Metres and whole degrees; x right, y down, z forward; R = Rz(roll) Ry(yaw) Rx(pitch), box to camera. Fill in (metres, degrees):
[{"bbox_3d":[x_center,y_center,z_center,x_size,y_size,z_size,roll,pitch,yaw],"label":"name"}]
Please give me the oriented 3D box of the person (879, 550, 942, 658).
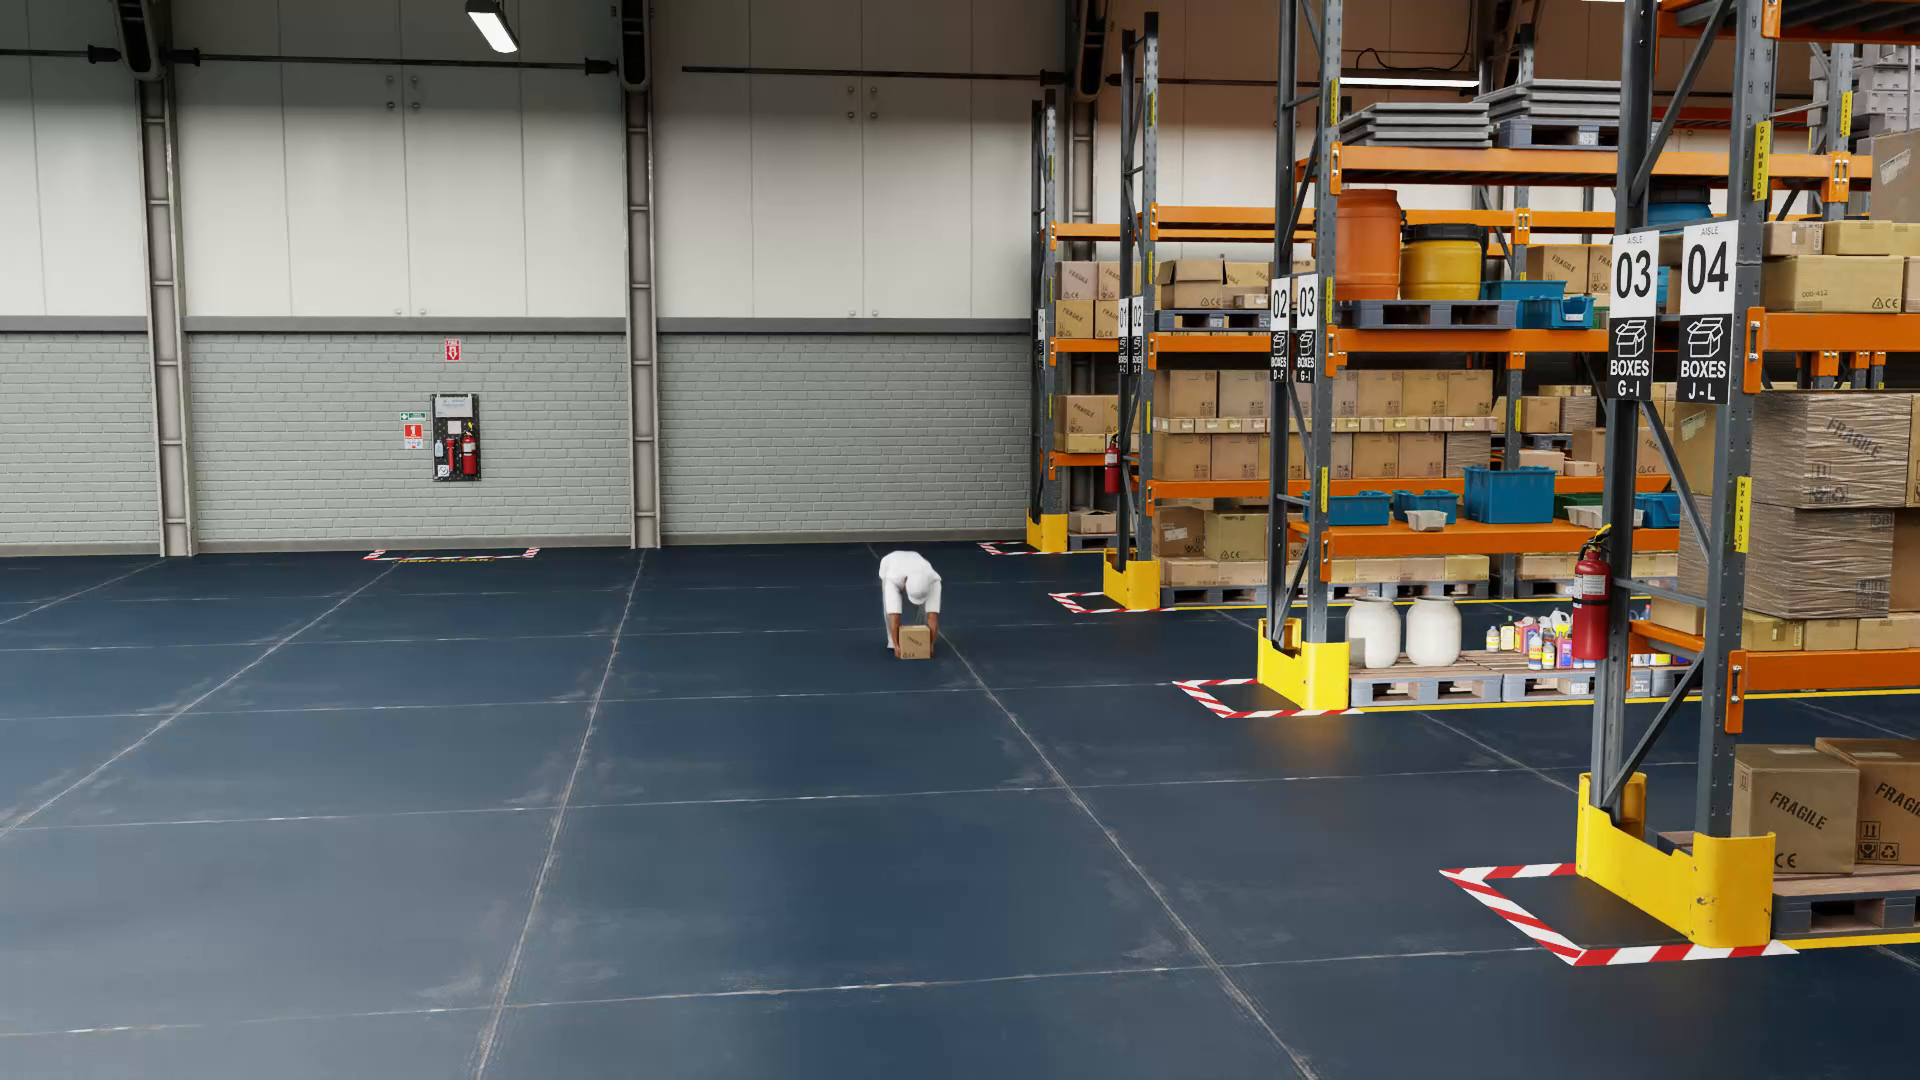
[{"bbox_3d":[-0.433,0.556,14.744,0.505,0.886,0.979,-1,7,-11],"label":"person"}]
